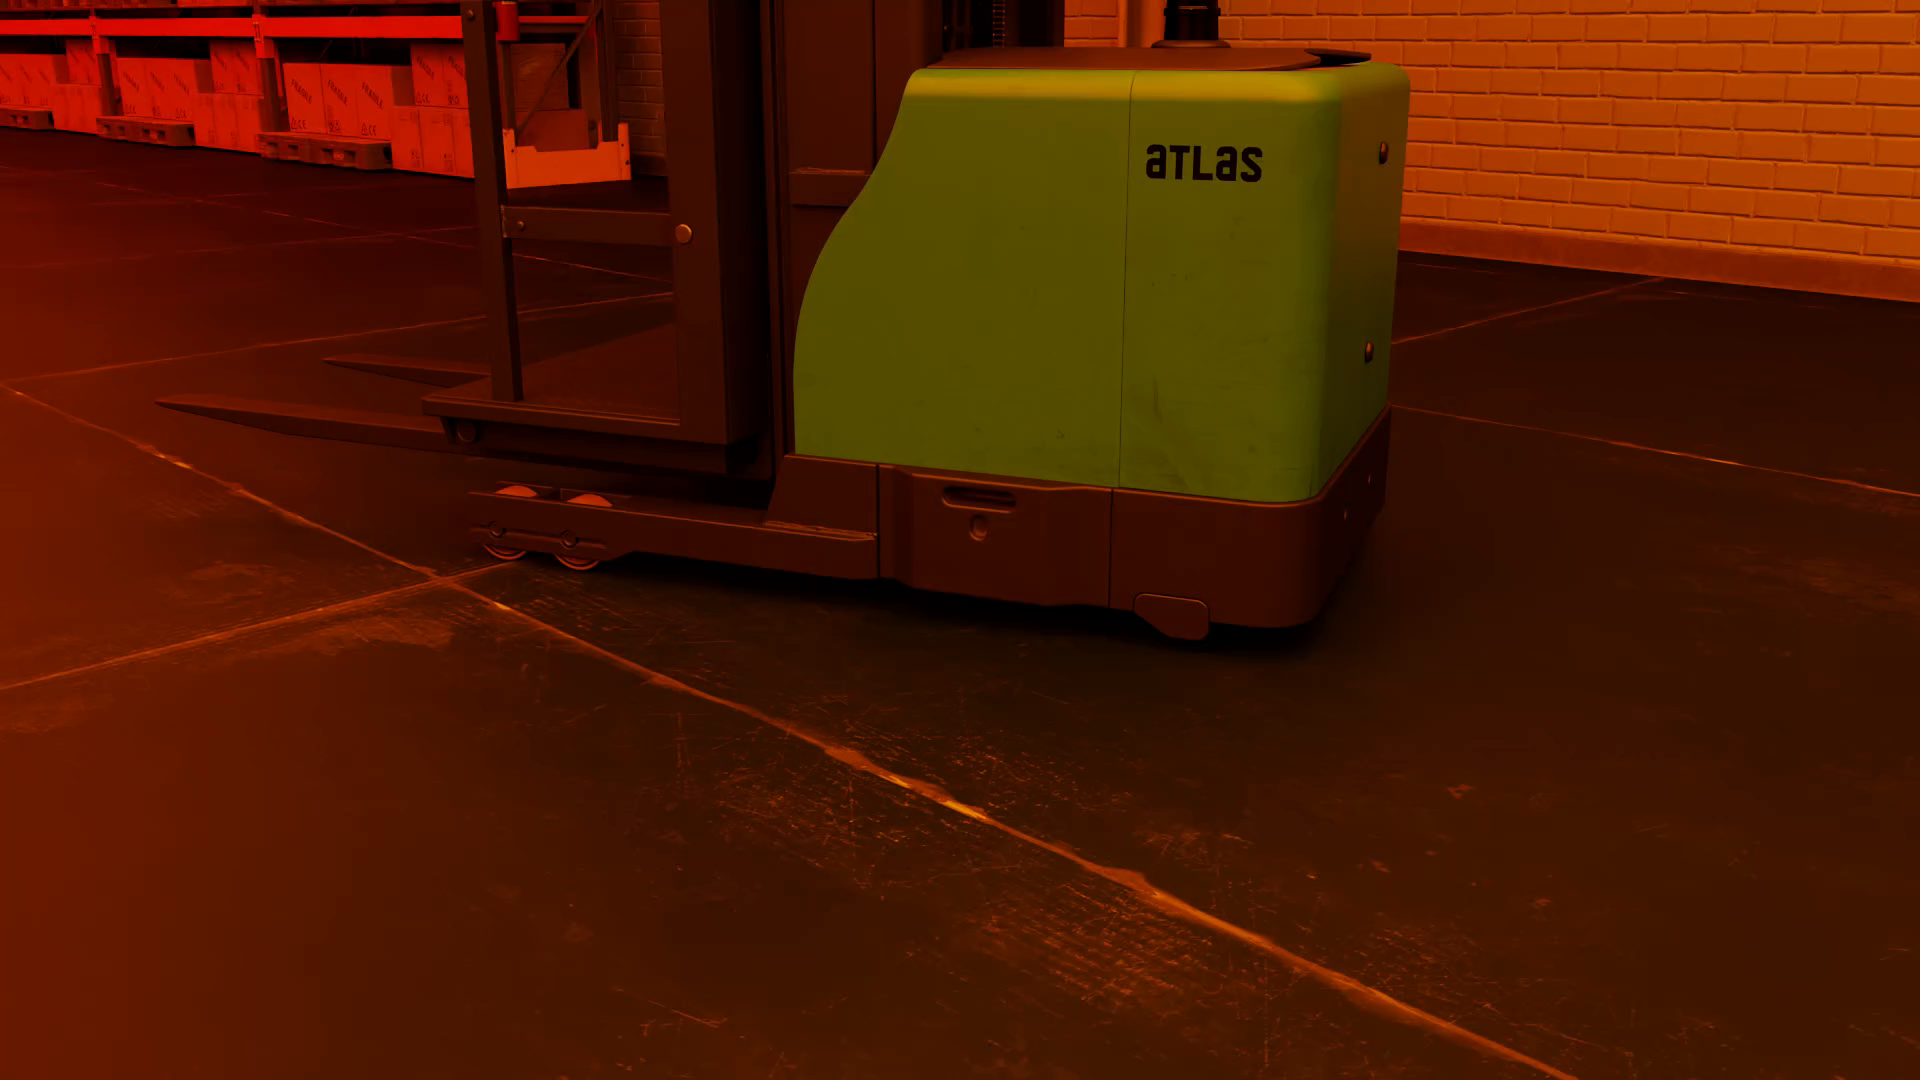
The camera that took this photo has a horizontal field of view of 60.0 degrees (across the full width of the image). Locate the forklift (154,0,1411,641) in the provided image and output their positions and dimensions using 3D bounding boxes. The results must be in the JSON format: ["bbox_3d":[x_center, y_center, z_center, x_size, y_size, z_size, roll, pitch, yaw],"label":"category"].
[{"bbox_3d":[-0.563,-1.469,3.684,3.031,2.935,1.130,7,18,21],"label":"forklift"}]
